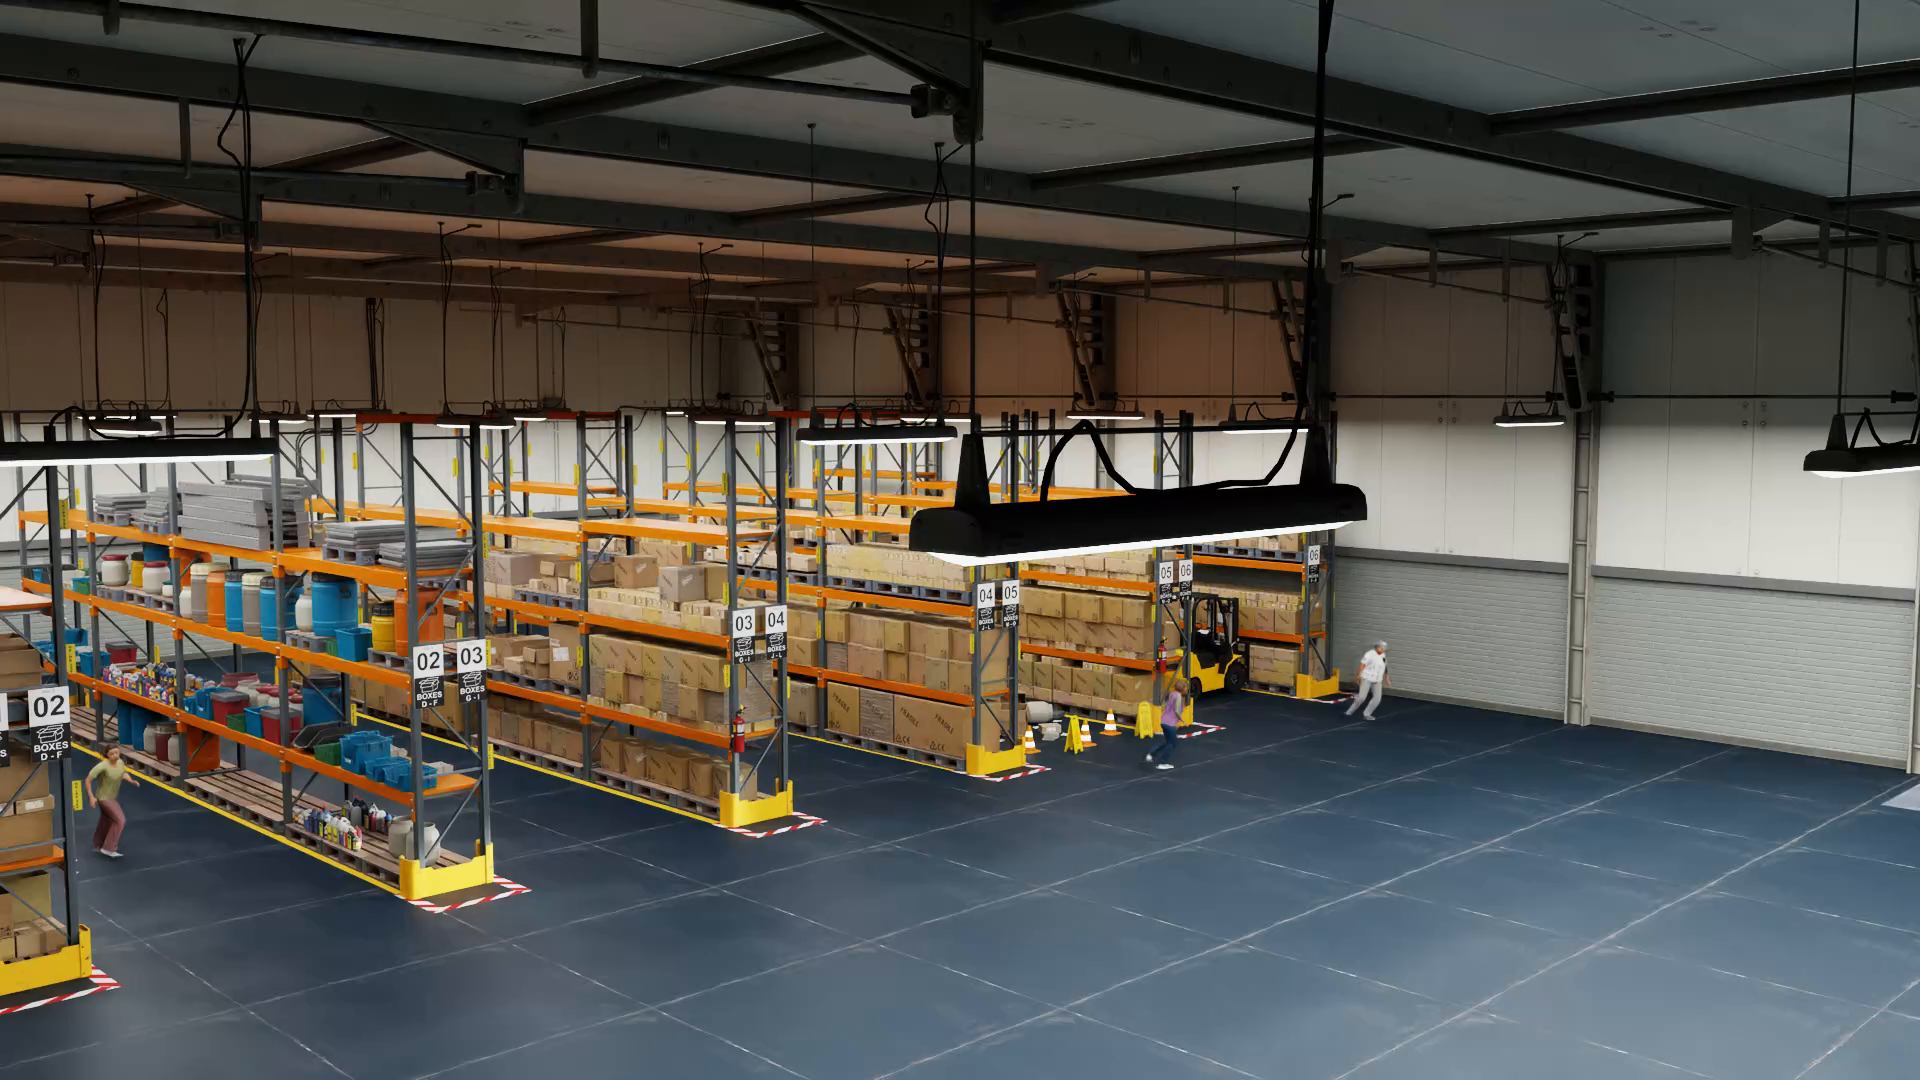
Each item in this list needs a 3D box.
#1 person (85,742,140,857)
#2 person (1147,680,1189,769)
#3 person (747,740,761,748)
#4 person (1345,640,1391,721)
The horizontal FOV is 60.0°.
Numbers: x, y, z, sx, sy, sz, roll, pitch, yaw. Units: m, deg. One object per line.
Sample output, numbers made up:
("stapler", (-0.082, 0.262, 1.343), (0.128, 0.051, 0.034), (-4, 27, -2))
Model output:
("person", (-11.687, 3.572, 22.918), (0.762, 1.627, 0.578), (0, 5, -2))
("person", (3.519, 3.129, 28.177), (0.686, 1.527, 0.511), (-1, 5, -11))
("person", (-3.816, 2.947, 29.964), (0.647, 1.603, 0.572), (3, 6, 33))
("person", (7.978, 2.727, 32.404), (0.769, 1.582, 0.687), (-2, 5, -23))
